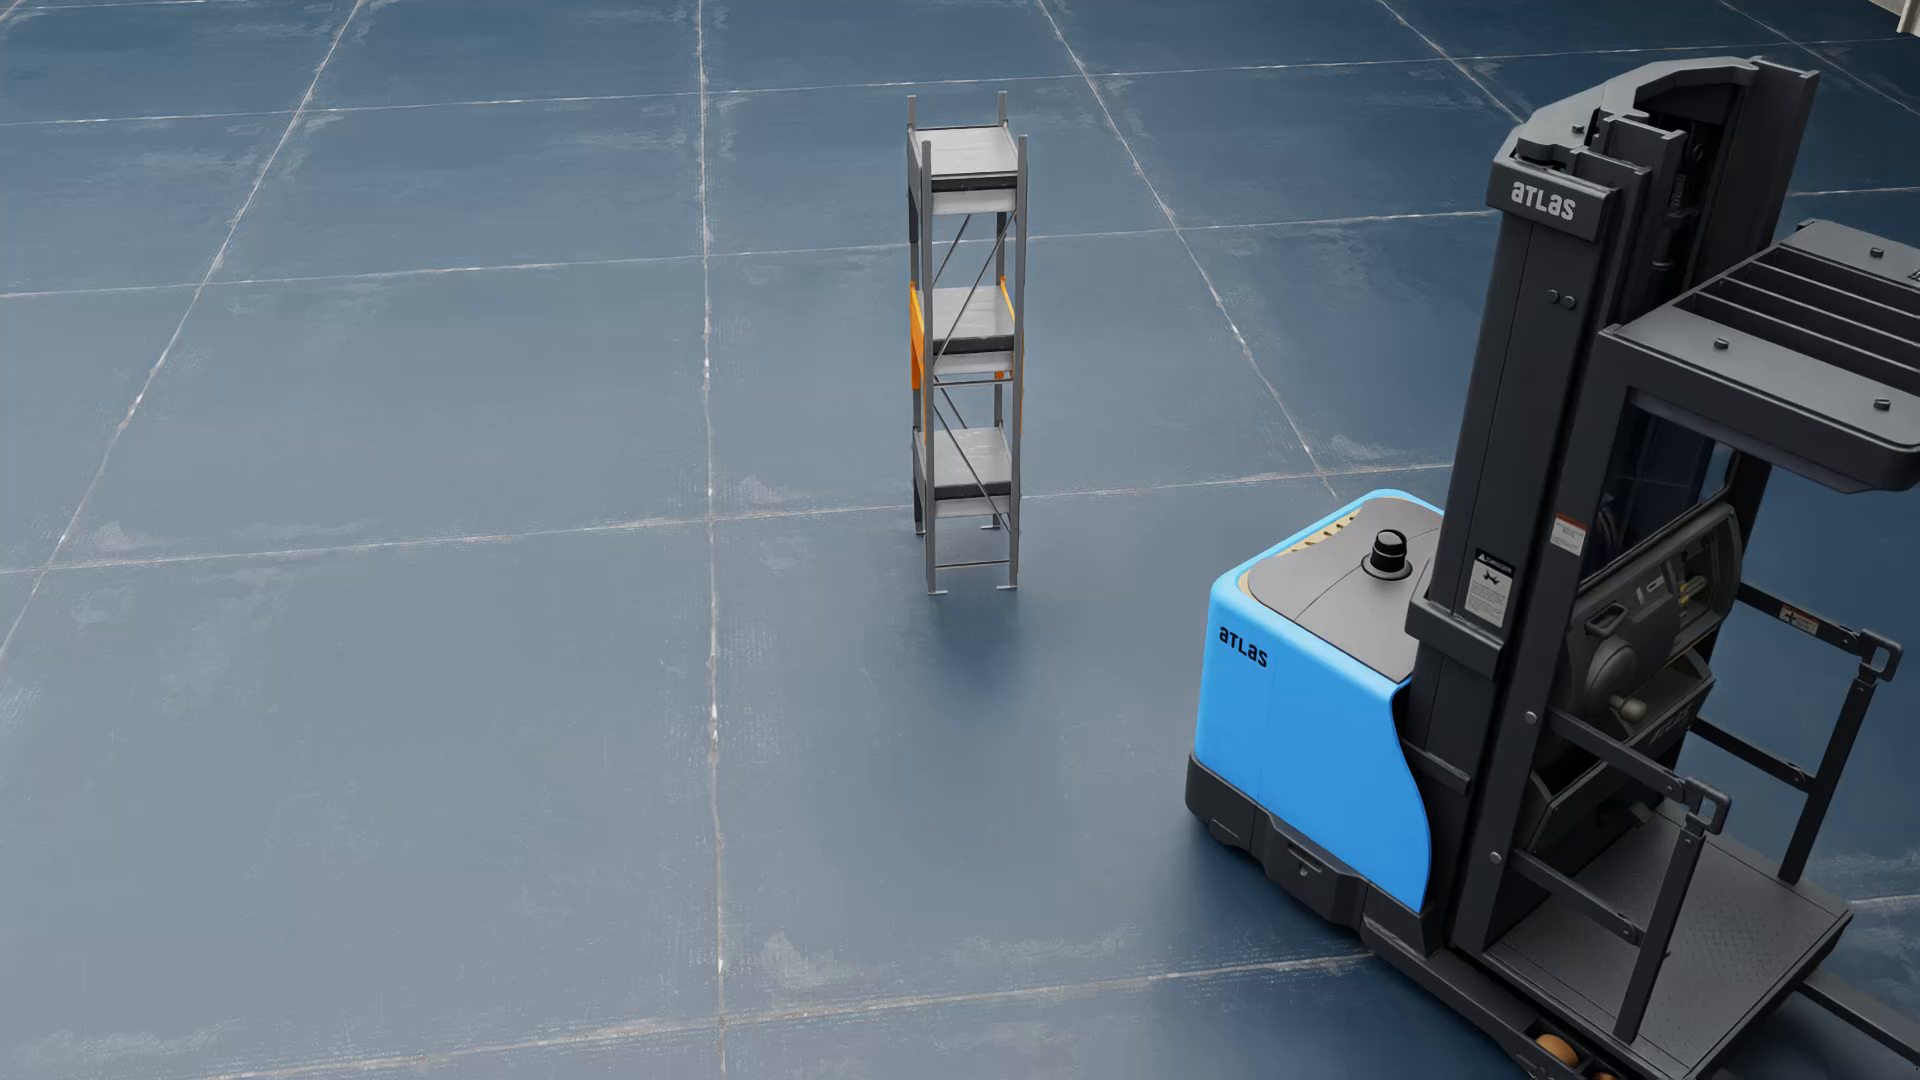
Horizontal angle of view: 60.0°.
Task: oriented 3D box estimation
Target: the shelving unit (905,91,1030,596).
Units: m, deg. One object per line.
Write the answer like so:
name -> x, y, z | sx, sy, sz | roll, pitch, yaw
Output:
shelving unit -> 0.022, -0.775, 7.023 | 0.431, 2.100, 0.503 | -4, 35, -6

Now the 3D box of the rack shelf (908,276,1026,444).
rack shelf -> 0.022, -0.764, 7.031 | 0.431, 0.518, 0.480 | -4, 35, -6

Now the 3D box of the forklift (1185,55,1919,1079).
forklift -> 2.176, 0.270, 4.751 | 1.130, 2.935, 3.031 | -26, 42, -32

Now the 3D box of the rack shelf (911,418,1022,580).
rack shelf -> 0.022, -0.186, 7.425 | 0.431, 0.518, 0.480 | -4, 35, -6

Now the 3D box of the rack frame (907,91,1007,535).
rack frame -> -0.011, -0.911, 7.223 | 0.400, 2.100, 0.015 | -4, 35, -6

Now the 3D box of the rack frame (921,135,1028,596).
rack frame -> 0.055, -0.639, 6.823 | 0.400, 2.100, 0.015 | -4, 35, -6

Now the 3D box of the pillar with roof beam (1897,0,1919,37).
pillar with roof beam -> 3.838, -7.606, 10.920 | 9.100, 9.000, 0.400 | -4, 35, -6

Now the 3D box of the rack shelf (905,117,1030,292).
rack shelf -> 0.022, -1.342, 6.637 | 0.431, 0.518, 0.480 | -4, 35, -6
